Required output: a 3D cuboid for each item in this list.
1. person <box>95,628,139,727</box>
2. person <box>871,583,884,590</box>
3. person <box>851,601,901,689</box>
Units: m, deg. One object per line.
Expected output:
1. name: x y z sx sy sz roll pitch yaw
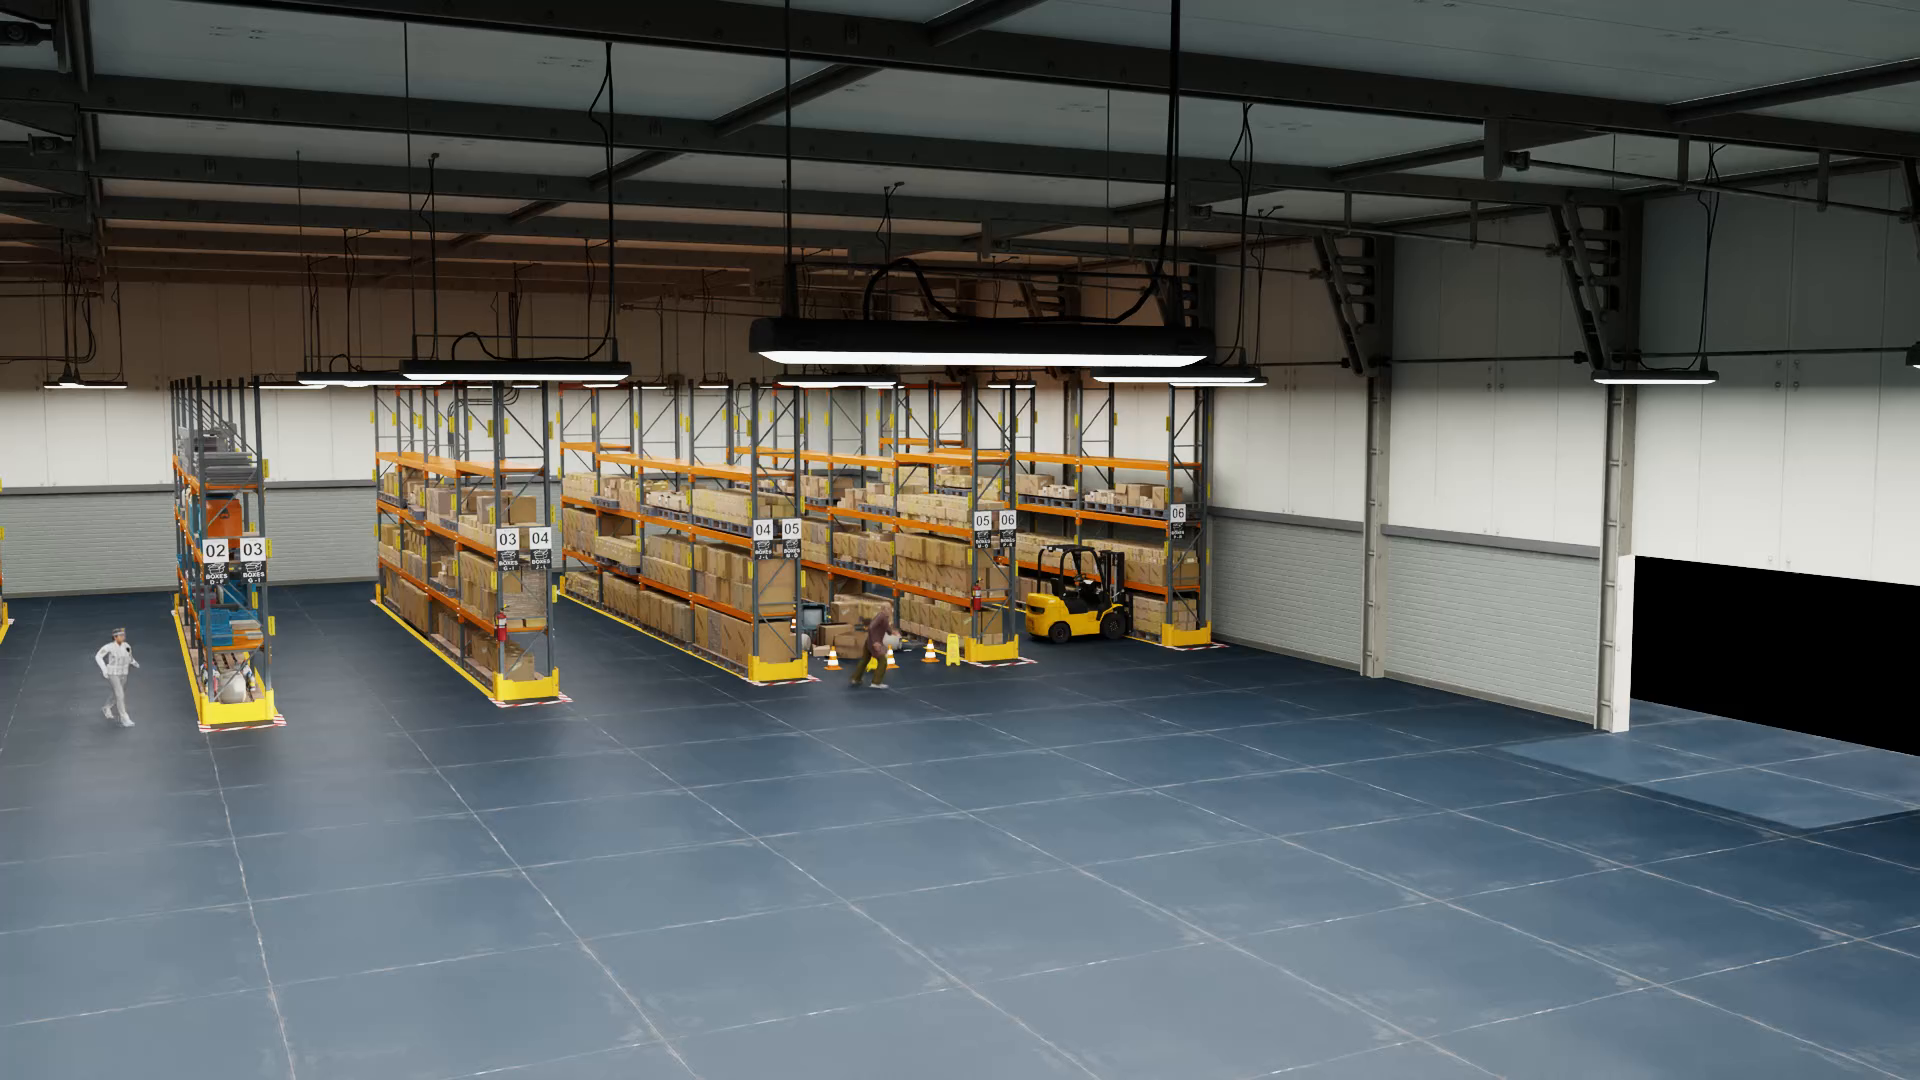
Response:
1. person: -14.550 2.336 28.662 0.926 1.684 0.583 2 6 26
2. person: -2.484 0.658 48.064 0.786 1.666 0.670 -1 5 -12
3. person: -1.628 2.023 32.235 0.973 1.704 0.763 -1 5 -6
